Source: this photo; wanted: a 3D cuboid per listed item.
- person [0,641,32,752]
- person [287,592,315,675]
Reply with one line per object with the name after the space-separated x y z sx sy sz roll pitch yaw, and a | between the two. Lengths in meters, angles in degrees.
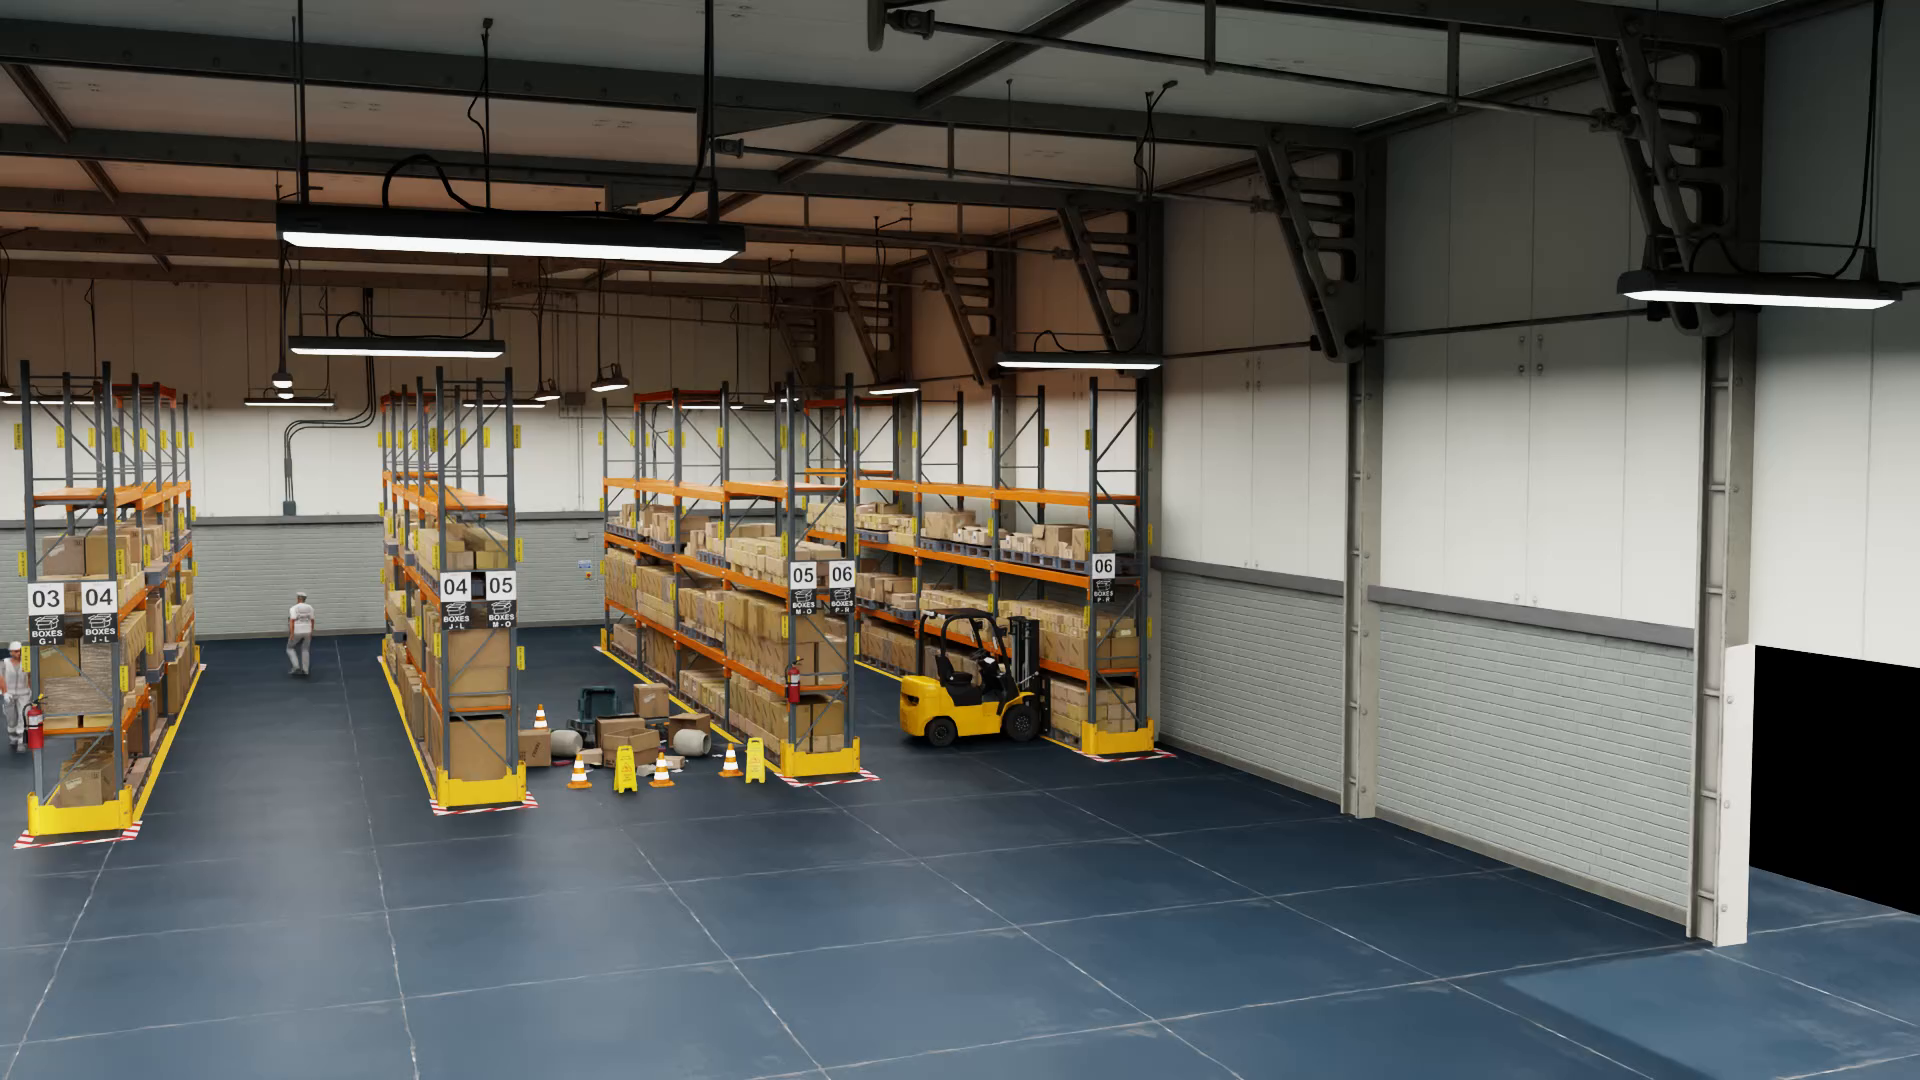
-15.231 2.505 26.857 0.522 1.735 0.962 -2 4 -33 | person
-14.033 1.987 35.401 0.569 1.765 0.461 -3 5 -43 | person
